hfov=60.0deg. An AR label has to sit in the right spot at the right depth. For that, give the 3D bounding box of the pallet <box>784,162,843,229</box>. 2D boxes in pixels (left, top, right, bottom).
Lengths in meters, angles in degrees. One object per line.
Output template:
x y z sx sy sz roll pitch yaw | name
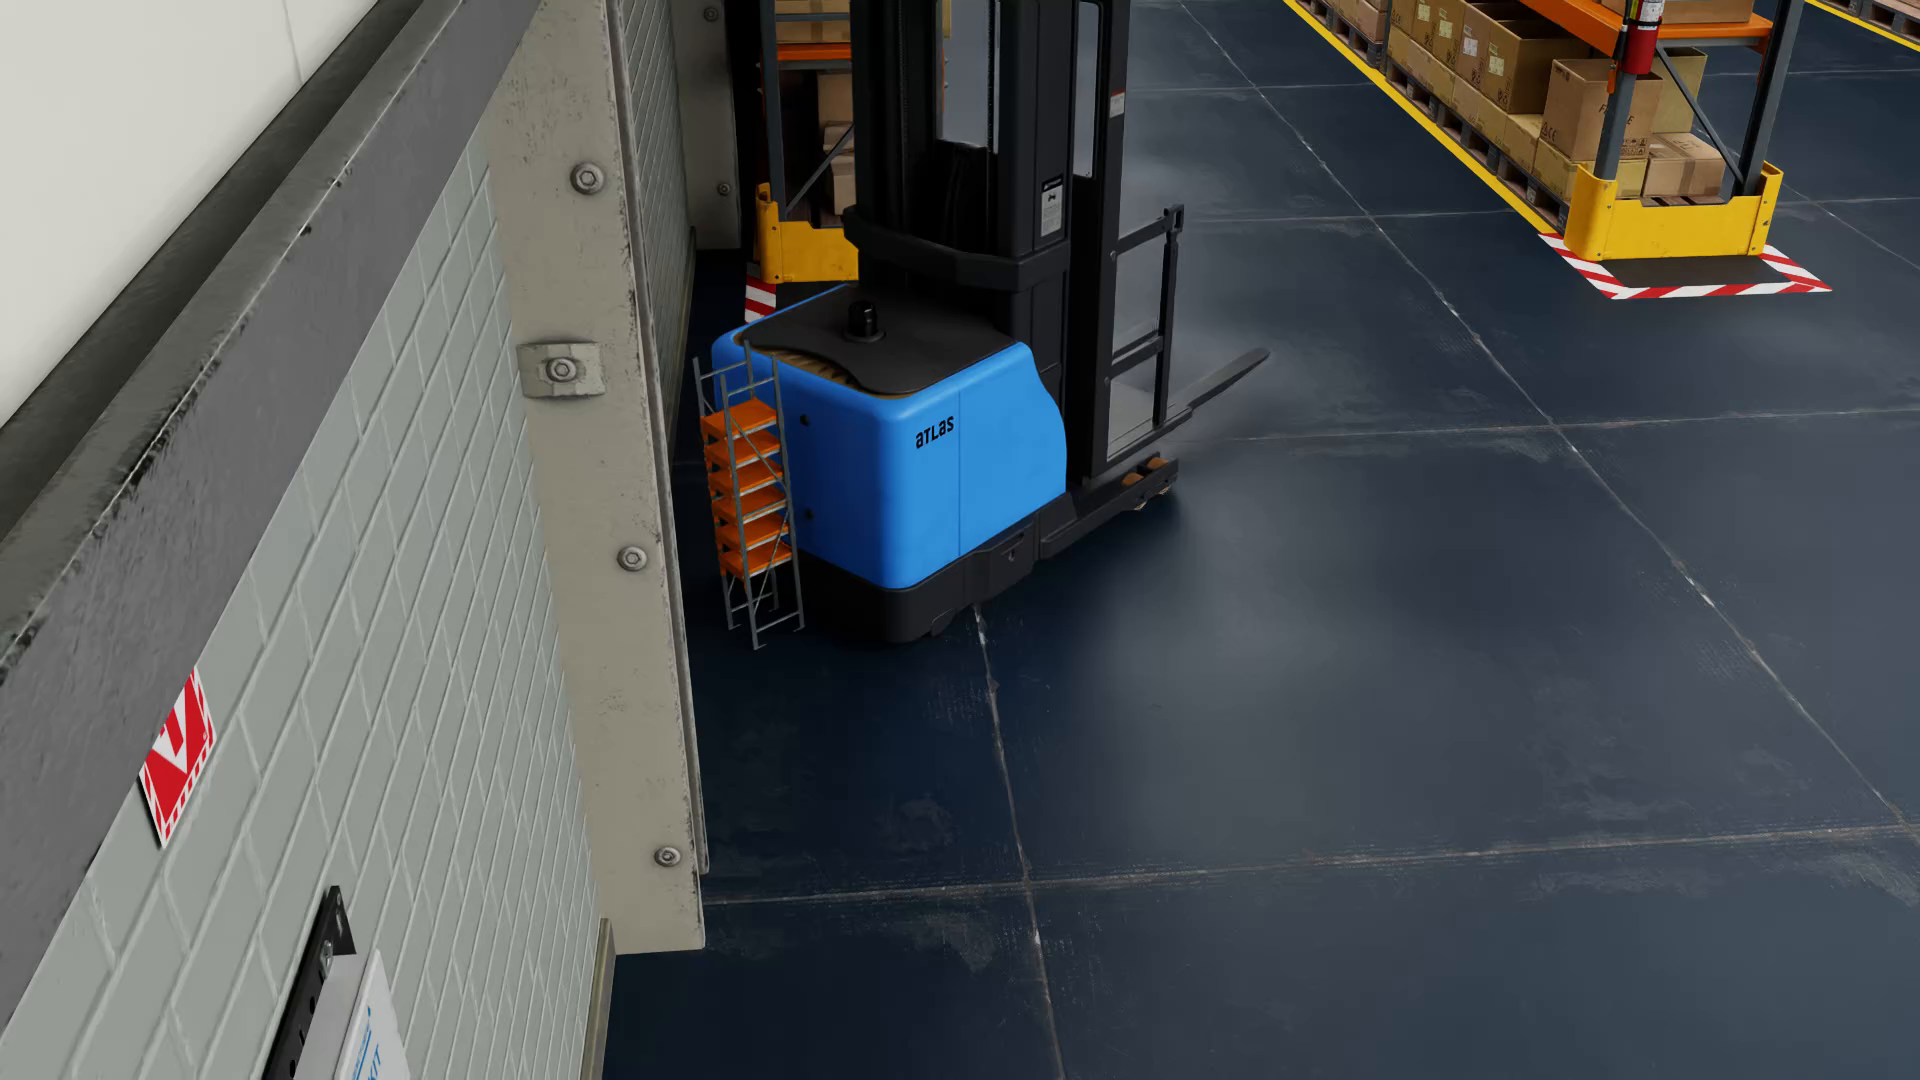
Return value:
-0.643 -2.125 10.602 1.003 0.211 1.213 -3 31 -5 | pallet

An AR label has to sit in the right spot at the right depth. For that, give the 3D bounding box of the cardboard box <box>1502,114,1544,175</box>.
3.933 -2.621 10.984 0.500 0.250 0.500 -3 31 -5 | cardboard box

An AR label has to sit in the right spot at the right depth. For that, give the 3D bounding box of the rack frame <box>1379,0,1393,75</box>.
3.962 -5.149 12.945 1.000 3.000 0.127 -3 31 -5 | rack frame

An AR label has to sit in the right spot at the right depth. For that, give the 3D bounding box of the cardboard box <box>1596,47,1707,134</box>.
4.459 -2.968 10.834 0.500 0.500 0.500 -3 31 -5 | cardboard box

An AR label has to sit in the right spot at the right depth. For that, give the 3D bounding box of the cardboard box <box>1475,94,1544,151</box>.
3.885 -2.876 11.411 0.500 0.250 0.500 -3 31 -5 | cardboard box

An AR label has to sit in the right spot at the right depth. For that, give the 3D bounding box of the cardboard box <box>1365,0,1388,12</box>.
3.639 -4.582 13.721 0.500 0.311 0.500 -3 31 -5 | cardboard box

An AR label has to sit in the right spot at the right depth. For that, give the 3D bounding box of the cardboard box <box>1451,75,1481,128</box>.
3.840 -3.131 11.839 0.500 0.250 0.500 -3 31 -5 | cardboard box

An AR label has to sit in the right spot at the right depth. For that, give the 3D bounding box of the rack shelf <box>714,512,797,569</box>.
-0.788 -0.014 6.412 0.258 0.103 0.180 -25 38 -31 | rack shelf

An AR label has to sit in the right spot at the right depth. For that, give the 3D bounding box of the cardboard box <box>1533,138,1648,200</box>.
3.992 -2.366 10.558 0.500 0.250 0.500 -3 31 -5 | cardboard box

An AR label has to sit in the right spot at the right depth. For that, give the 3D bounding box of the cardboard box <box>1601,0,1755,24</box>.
4.305 -3.388 9.900 0.700 0.500 0.500 -3 31 -5 | cardboard box

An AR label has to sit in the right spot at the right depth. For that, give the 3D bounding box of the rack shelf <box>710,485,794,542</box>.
-0.792 -0.115 6.348 0.258 0.103 0.180 -25 38 -31 | rack shelf

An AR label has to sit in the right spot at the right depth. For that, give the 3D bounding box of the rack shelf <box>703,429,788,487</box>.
-0.801 -0.318 6.221 0.258 0.103 0.180 -25 38 -31 | rack shelf

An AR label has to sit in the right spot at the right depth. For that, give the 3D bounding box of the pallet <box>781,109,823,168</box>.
-0.754 -2.747 11.643 1.003 0.211 1.213 -3 31 -5 | pallet

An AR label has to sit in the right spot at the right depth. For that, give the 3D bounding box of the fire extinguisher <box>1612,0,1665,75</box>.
3.885 -2.991 9.407 0.296 0.674 0.183 -3 31 -5 | fire extinguisher

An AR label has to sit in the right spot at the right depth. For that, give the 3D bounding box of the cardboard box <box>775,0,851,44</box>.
-0.832 -3.041 9.542 0.500 0.250 0.500 -2 31 -4 | cardboard box

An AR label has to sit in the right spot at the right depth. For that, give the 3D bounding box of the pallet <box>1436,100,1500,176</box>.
4.112 -2.919 11.931 1.003 0.211 1.213 -3 31 -5 | pallet

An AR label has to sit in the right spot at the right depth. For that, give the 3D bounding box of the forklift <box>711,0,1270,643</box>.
0.344 -1.540 6.970 1.130 2.935 3.031 23 38 34 | forklift

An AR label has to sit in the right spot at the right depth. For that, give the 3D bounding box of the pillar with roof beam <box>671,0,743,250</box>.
2.764 -5.965 8.461 9.100 9.000 0.400 -3 31 -5 | pillar with roof beam

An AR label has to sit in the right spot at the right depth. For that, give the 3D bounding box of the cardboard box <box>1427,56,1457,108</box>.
3.787 -3.386 12.266 0.500 0.250 0.500 -3 31 -5 | cardboard box

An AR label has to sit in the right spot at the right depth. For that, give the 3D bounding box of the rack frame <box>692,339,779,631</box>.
-0.851 -0.189 6.386 0.240 1.200 0.006 -25 38 -31 | rack frame

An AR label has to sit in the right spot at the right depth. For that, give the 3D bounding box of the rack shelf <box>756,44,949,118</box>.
-0.782 -3.579 11.019 1.077 0.370 4.000 -3 31 -5 | rack shelf

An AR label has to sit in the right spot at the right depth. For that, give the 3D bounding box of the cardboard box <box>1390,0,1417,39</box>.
3.694 -4.219 12.928 0.500 0.500 0.500 -3 31 -5 | cardboard box

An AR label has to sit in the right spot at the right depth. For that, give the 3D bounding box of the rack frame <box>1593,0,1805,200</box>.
4.336 -3.106 9.526 1.000 3.000 0.127 -3 31 -5 | rack frame

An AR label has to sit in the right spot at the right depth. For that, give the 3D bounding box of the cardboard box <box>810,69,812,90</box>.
-0.832 -3.497 12.188 0.500 0.500 0.500 -5 31 -8 | cardboard box

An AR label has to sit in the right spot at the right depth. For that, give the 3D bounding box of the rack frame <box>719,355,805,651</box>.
-0.736 -0.117 6.264 0.240 1.200 0.006 -25 38 -31 | rack frame

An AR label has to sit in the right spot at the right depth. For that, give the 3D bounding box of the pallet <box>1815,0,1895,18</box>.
8.665 -5.210 15.767 1.003 0.211 1.213 -3 31 -5 | pallet

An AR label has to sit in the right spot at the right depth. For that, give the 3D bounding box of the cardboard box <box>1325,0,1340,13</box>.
3.541 -4.866 14.743 0.500 0.250 0.500 -2 31 -3 | cardboard box

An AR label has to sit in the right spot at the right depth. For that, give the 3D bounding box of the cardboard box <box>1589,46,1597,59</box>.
4.399 -3.223 11.261 0.500 0.500 0.500 -3 31 -5 | cardboard box

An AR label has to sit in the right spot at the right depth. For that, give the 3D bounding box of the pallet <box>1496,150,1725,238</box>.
4.223 -2.298 10.891 1.003 0.211 1.213 -3 31 -5 | pallet

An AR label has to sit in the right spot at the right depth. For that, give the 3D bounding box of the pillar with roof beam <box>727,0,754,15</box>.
2.203 -9.028 13.589 9.100 9.000 0.400 -3 31 -5 | pillar with roof beam

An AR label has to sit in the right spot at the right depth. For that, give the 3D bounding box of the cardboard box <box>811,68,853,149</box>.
-0.643 -3.008 11.370 0.700 0.500 0.500 -5 31 -8 | cardboard box

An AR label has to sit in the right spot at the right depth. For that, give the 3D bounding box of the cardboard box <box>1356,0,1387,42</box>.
3.635 -4.346 13.873 0.500 0.250 0.500 -3 31 -5 | cardboard box

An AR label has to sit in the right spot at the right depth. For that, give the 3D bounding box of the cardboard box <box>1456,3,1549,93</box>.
3.836 -3.453 11.646 0.500 0.500 0.500 -3 31 -5 | cardboard box

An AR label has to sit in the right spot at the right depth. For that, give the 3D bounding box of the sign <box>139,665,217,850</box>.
-0.867 0.157 1.801 0.001 0.298 0.199 -3 31 -5 | sign

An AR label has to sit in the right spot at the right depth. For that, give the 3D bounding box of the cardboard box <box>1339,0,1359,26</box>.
3.590 -4.605 14.306 0.500 0.250 0.500 -3 31 -5 | cardboard box

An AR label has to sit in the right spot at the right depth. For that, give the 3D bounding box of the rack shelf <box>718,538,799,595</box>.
-0.784 0.088 6.476 0.258 0.103 0.180 -25 38 -31 | rack shelf

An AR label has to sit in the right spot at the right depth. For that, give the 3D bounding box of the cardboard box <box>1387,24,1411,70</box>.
3.704 -3.897 13.121 0.500 0.250 0.500 -3 31 -5 | cardboard box

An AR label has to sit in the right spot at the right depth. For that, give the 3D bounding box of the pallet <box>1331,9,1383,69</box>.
3.855 -4.326 14.286 1.003 0.211 1.213 -3 31 -5 | pallet

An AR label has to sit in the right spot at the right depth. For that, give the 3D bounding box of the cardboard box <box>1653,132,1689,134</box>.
4.457 -2.646 11.026 0.500 0.250 0.500 -3 31 -5 | cardboard box

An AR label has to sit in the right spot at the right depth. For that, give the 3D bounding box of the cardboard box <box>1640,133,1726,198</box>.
4.508 -2.391 10.599 0.500 0.250 0.500 -3 31 -5 | cardboard box

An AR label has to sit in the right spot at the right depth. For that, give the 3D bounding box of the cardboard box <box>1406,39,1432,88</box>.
3.746 -3.642 12.694 0.500 0.250 0.500 -3 31 -5 | cardboard box

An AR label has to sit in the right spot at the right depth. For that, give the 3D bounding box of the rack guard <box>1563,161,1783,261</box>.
4.338 -2.021 10.146 1.175 0.500 0.348 -3 31 -5 | rack guard

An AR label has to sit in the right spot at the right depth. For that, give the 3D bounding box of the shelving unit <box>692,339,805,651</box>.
-0.794 -0.153 6.325 0.258 1.200 0.189 -25 38 -31 | shelving unit

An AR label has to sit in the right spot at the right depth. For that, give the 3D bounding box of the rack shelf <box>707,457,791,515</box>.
-0.796 -0.217 6.285 0.258 0.103 0.180 -25 38 -31 | rack shelf

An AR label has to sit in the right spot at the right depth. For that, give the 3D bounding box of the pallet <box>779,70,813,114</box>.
-0.871 -3.371 12.688 1.003 0.211 1.213 -3 31 -5 | pallet

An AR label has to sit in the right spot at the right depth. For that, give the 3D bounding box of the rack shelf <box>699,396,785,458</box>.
-0.805 -0.420 6.157 0.258 0.103 0.180 -25 38 -31 | rack shelf

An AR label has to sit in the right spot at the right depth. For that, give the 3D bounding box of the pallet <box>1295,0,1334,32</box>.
3.738 -4.950 15.331 1.003 0.211 1.213 -3 31 -5 | pallet

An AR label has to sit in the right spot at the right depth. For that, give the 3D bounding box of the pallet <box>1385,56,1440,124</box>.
3.995 -3.544 12.977 1.003 0.211 1.213 -3 31 -5 | pallet

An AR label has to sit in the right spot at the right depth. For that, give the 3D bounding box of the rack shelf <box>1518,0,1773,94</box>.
4.149 -3.819 11.420 1.077 0.370 4.000 -3 31 -5 | rack shelf

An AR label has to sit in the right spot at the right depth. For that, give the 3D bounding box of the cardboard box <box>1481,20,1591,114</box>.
3.882 -3.198 11.219 0.500 0.500 0.500 -3 31 -5 | cardboard box

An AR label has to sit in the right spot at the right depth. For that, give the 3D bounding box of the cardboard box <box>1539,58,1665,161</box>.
3.990 -2.688 10.365 0.500 0.500 0.500 -3 31 -5 | cardboard box

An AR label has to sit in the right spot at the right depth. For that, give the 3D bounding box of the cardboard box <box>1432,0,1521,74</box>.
3.788 -3.708 12.073 0.500 0.500 0.500 -3 31 -5 | cardboard box

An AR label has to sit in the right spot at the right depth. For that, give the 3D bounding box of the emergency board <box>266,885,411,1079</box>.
-0.769 1.144 2.410 0.194 1.169 0.643 -3 31 -5 | emergency board

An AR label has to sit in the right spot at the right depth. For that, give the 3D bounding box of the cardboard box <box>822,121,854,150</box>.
-0.624 -2.550 10.788 0.500 0.311 0.500 0 31 0 | cardboard box

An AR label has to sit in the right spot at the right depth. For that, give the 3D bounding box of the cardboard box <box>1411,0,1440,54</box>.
3.749 -3.964 12.501 0.500 0.500 0.500 -3 31 -5 | cardboard box

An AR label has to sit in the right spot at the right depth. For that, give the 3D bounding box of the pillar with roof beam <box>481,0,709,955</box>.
3.325 -2.902 3.332 9.100 9.000 0.400 -3 31 -5 | pillar with roof beam

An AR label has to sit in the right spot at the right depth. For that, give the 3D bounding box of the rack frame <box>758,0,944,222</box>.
-0.595 -2.867 9.125 1.000 3.000 0.127 -3 31 -5 | rack frame

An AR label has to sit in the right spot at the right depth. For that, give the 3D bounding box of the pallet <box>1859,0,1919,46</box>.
8.782 -4.586 14.722 1.003 0.211 1.213 -3 31 -5 | pallet

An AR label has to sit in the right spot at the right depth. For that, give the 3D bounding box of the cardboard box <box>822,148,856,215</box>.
-0.571 -2.259 10.300 0.500 0.311 0.500 -6 31 -10 | cardboard box
